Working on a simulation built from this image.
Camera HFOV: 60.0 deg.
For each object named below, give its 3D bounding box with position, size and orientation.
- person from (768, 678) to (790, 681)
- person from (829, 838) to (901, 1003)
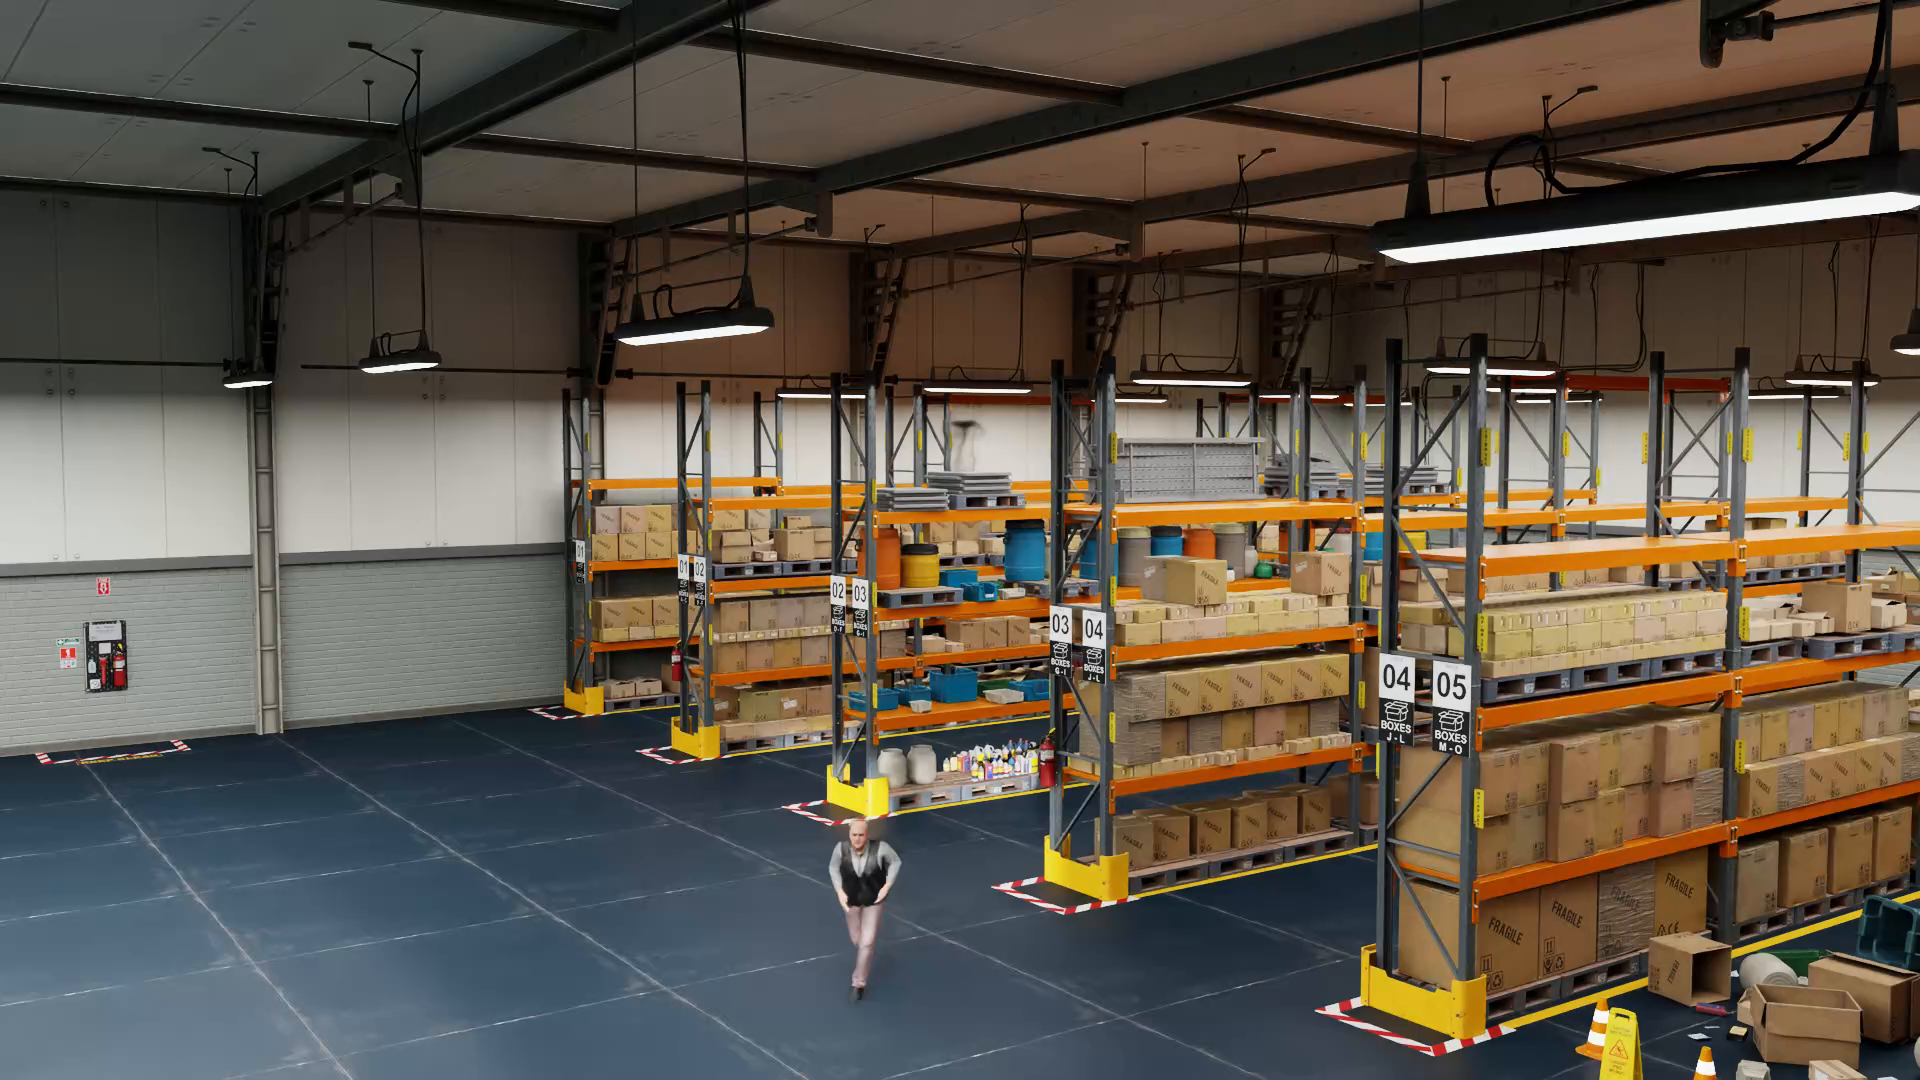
[{"bbox_3d":[-3.196,2.516,29.976,1.062,1.505,0.716,-3,5,-36],"label":"person"},{"bbox_3d":[-0.876,3.447,15.499,0.672,1.515,0.924,0,4,2],"label":"person"}]
